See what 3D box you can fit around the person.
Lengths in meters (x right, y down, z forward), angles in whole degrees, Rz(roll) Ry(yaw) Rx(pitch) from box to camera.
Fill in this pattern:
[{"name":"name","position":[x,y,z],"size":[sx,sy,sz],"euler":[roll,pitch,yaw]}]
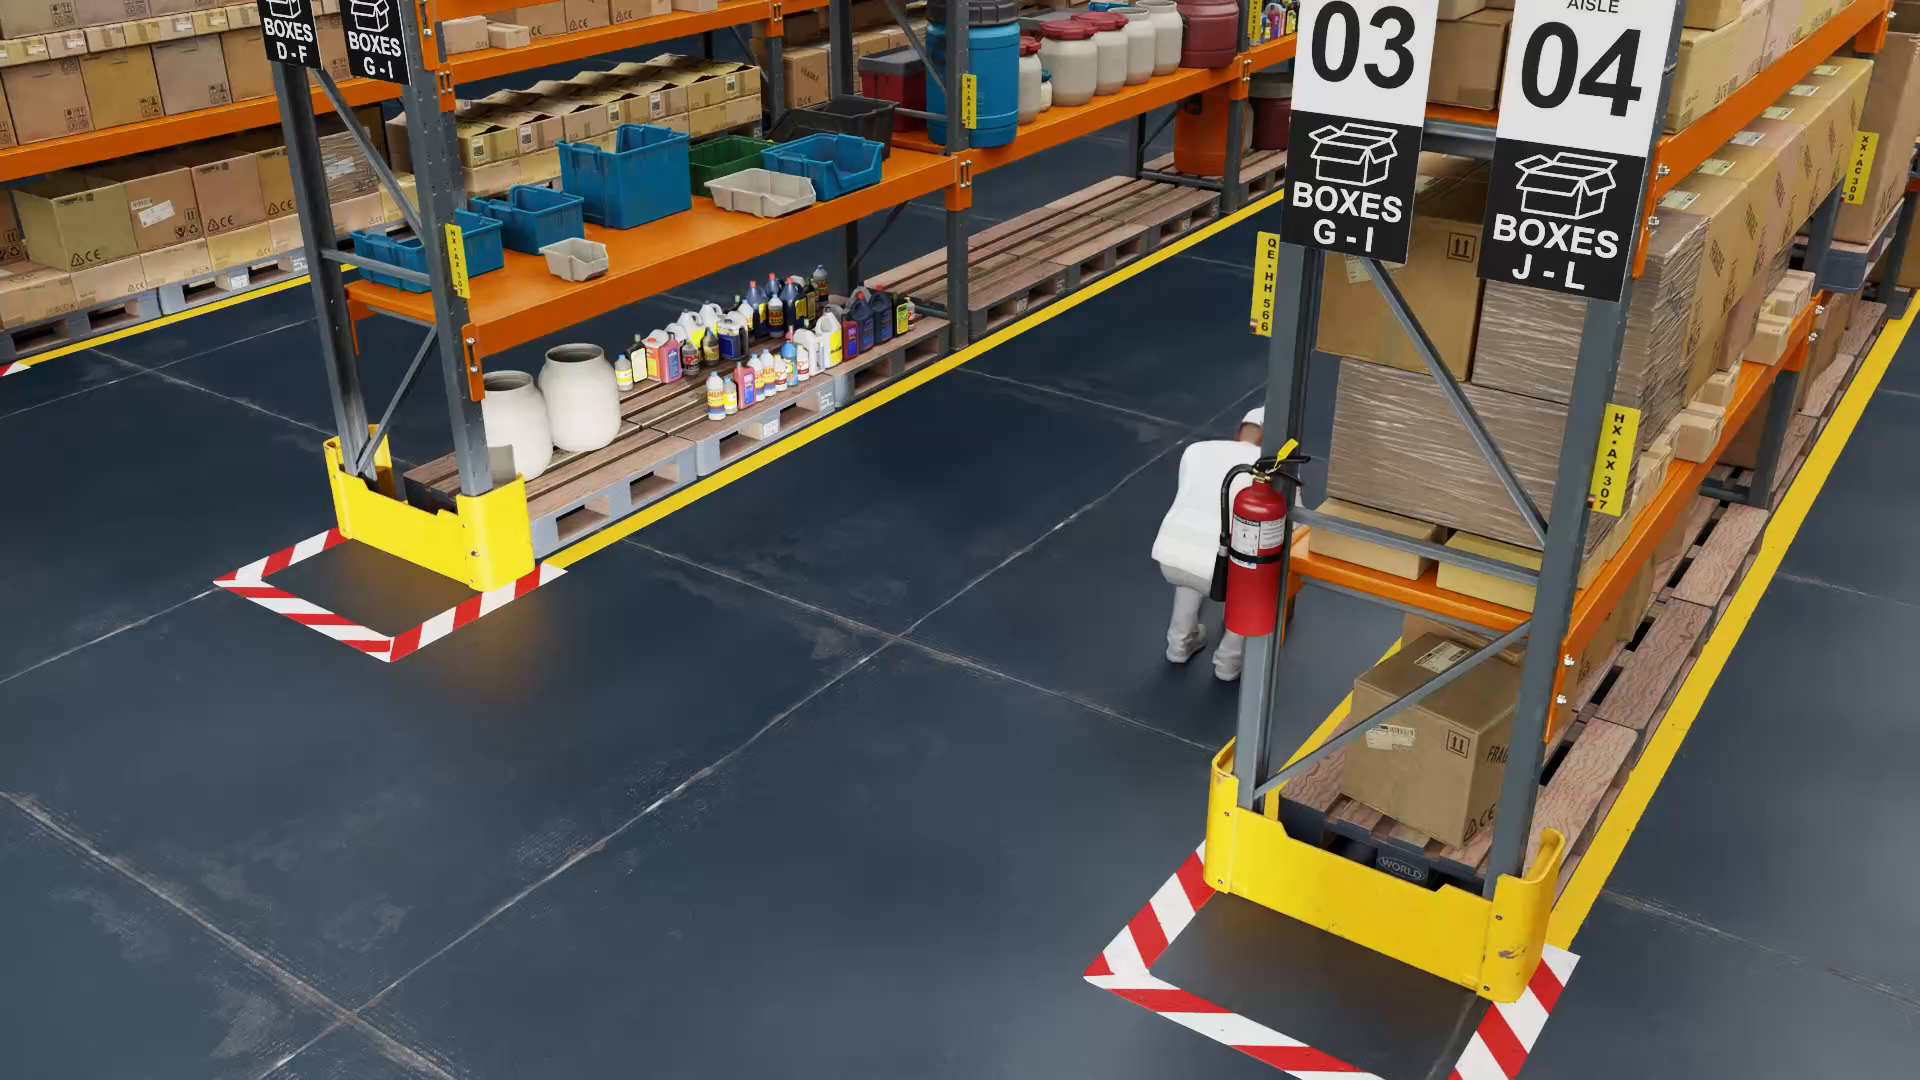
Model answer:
[{"name":"person","position":[1.163,0.009,7.358],"size":[0.594,1.062,0.879],"euler":[19,33,33]}]
